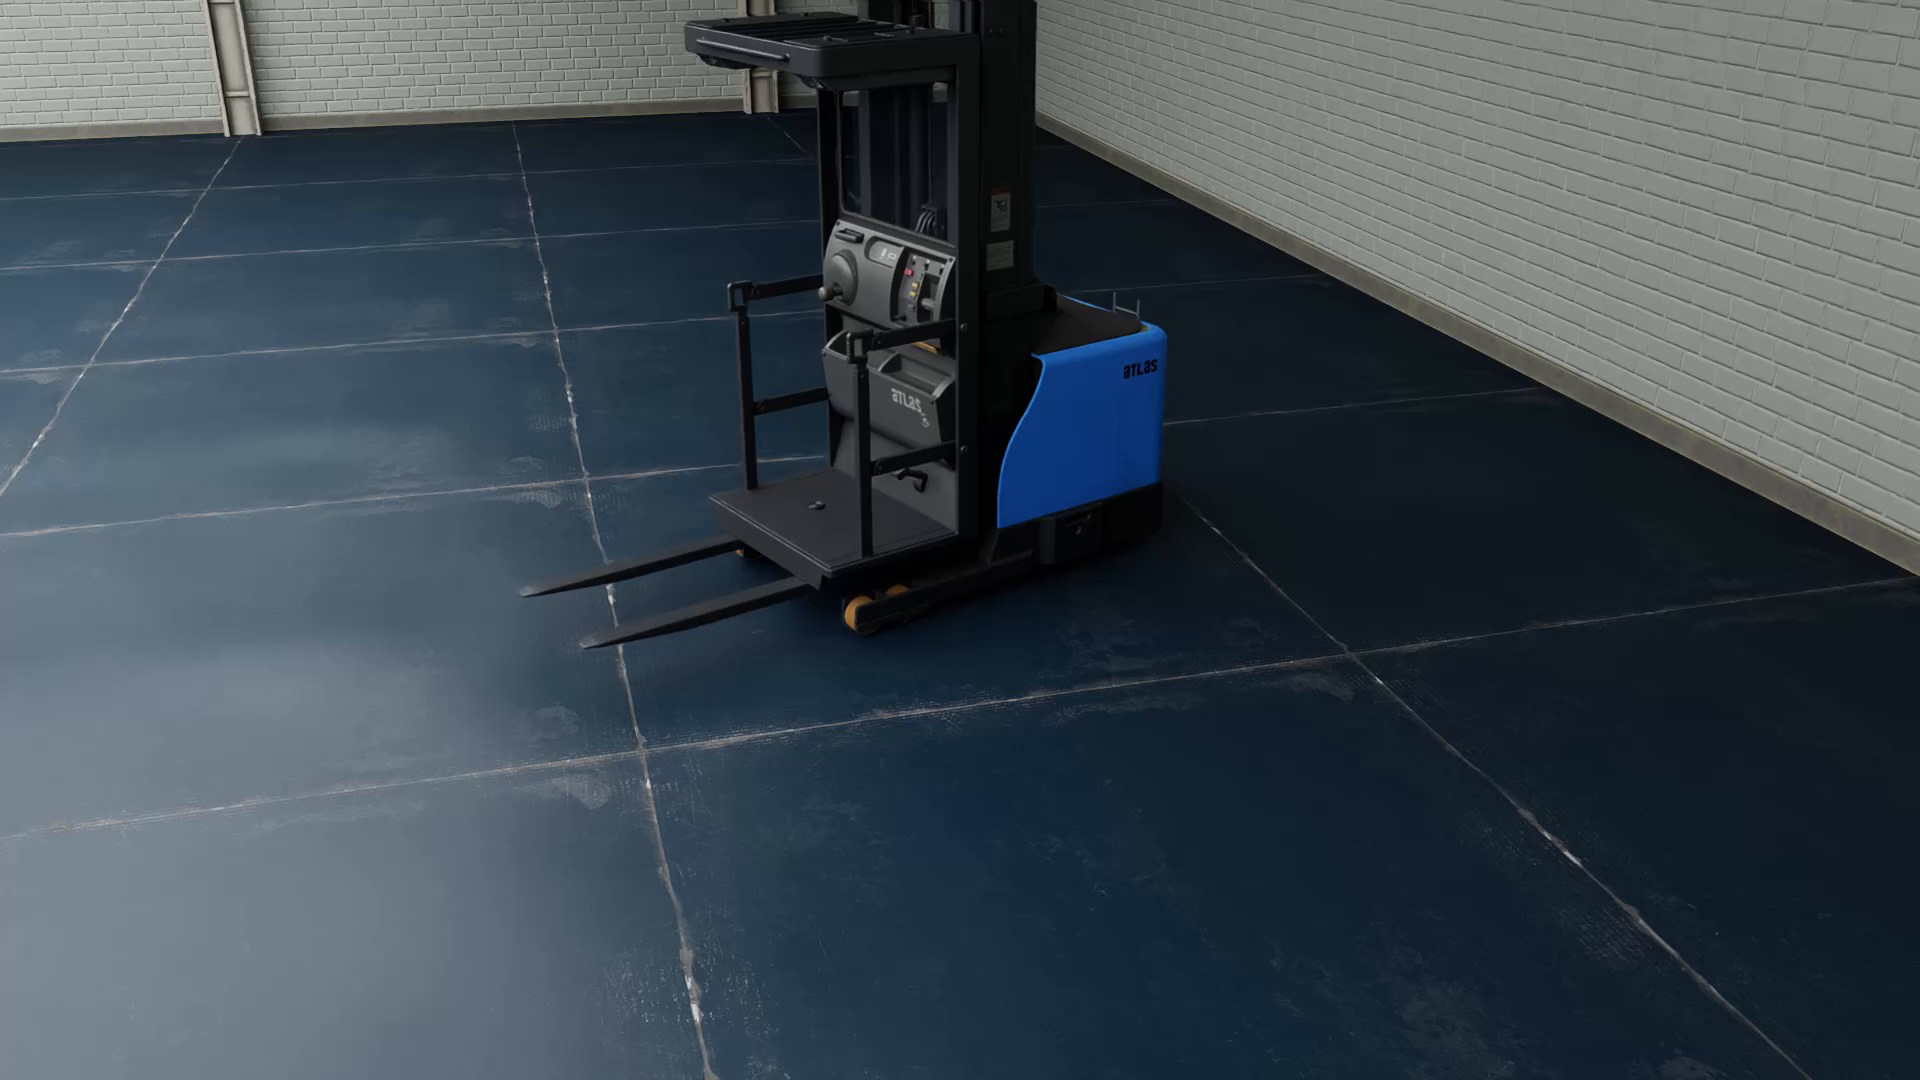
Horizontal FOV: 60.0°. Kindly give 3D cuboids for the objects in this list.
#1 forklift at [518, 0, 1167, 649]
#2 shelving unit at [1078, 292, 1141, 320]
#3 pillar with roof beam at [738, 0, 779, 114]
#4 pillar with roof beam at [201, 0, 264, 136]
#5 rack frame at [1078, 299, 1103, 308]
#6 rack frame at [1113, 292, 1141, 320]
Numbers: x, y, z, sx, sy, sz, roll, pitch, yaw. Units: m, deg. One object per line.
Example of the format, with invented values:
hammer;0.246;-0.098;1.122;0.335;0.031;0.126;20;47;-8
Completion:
forklift;-0.490;-1.168;7.256;3.031;2.935;1.130;-16;28;-33
shelving unit;0.754;-0.733;8.628;0.252;1.050;0.215;-16;28;-33
pillar with roof beam;-1.307;-7.828;15.081;0.400;9.000;9.100;-6;24;-14
pillar with roof beam;-7.084;-7.189;13.592;0.400;9.000;9.100;-6;24;-14
rack frame;0.656;-0.705;8.561;0.008;1.050;0.200;-16;28;-33
rack frame;0.853;-0.762;8.694;0.008;1.050;0.200;-16;28;-33
